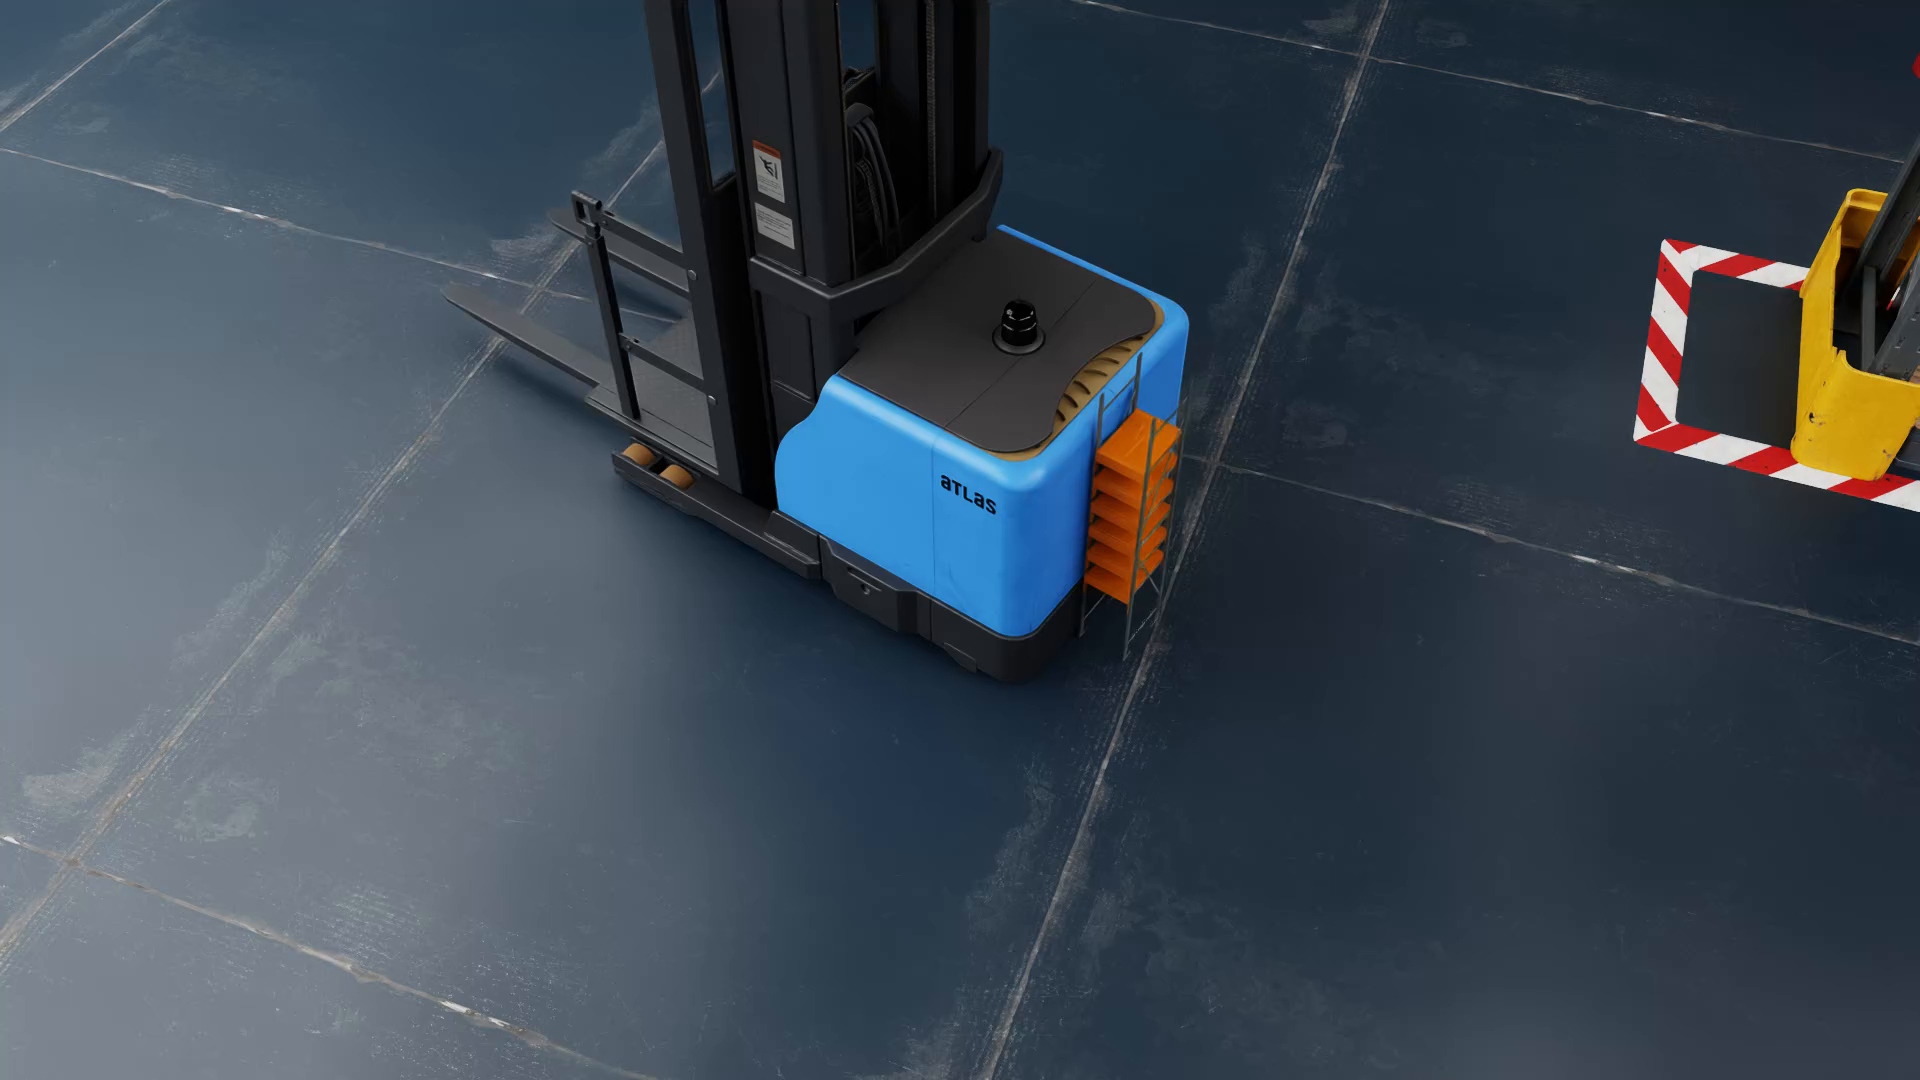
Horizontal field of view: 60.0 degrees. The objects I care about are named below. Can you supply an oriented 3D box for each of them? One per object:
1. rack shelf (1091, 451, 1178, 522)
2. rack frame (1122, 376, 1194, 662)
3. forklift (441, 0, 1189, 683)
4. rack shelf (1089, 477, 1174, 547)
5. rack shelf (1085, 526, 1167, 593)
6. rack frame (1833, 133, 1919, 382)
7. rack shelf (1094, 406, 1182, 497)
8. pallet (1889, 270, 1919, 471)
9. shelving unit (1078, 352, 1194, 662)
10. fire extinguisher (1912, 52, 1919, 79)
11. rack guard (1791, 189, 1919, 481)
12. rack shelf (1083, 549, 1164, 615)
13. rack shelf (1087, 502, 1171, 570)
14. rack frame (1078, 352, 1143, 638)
[{"bbox_3d":[0.570,-0.205,5.375,0.180,0.103,0.258,28,55,22],"label":"rack shelf"},{"bbox_3d":[0.644,-0.037,5.488,0.006,1.200,0.240,28,55,22],"label":"rack frame"},{"bbox_3d":[-0.717,-1.378,5.505,3.031,2.935,1.130,28,55,22],"label":"forklift"},{"bbox_3d":[0.570,-0.126,5.466,0.180,0.103,0.258,28,55,22],"label":"rack shelf"},{"bbox_3d":[0.570,0.031,5.647,0.180,0.103,0.258,28,55,22],"label":"rack shelf"},{"bbox_3d":[3.638,-1.649,5.694,0.127,3.000,1.000,16,51,13],"label":"rack frame"},{"bbox_3d":[0.570,-0.284,5.284,0.180,0.103,0.258,28,55,22],"label":"rack shelf"},{"bbox_3d":[4.370,-0.565,6.600,1.213,0.211,1.003,16,51,13],"label":"pallet"},{"bbox_3d":[0.570,-0.077,5.523,0.189,1.200,0.258,28,55,22],"label":"shelving unit"},{"bbox_3d":[3.688,-1.983,6.035,0.183,0.674,0.296,16,51,13],"label":"fire extinguisher"},{"bbox_3d":[3.616,-0.836,6.644,0.348,0.500,1.175,16,51,13],"label":"rack guard"},{"bbox_3d":[0.570,0.109,5.738,0.180,0.103,0.258,28,55,22],"label":"rack shelf"},{"bbox_3d":[0.570,-0.048,5.556,0.180,0.103,0.258,28,55,22],"label":"rack shelf"},{"bbox_3d":[0.496,-0.117,5.558,0.006,1.200,0.240,28,55,22],"label":"rack frame"}]
